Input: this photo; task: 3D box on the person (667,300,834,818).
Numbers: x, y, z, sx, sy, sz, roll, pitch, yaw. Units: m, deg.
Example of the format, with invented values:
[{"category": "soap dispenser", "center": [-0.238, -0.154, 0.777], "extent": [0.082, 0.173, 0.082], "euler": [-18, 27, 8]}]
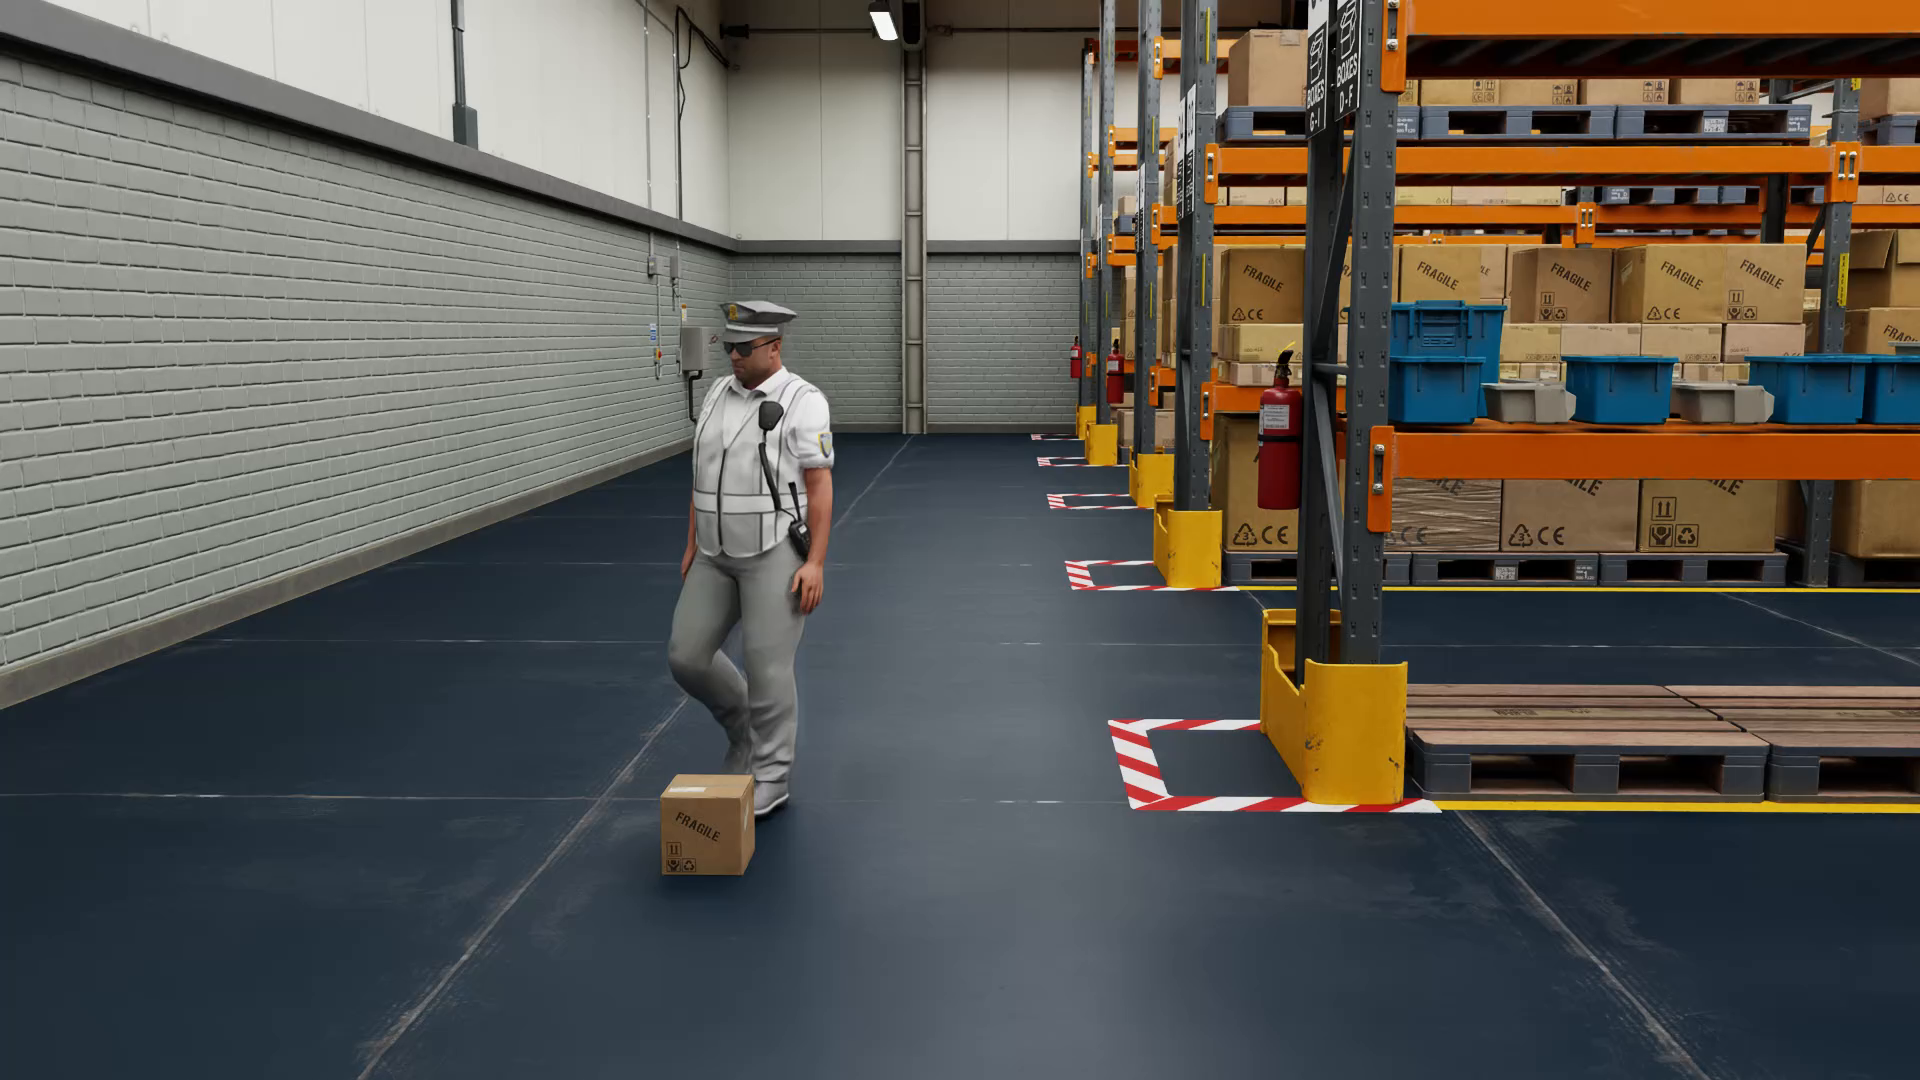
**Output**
[{"category": "person", "center": [-0.704, 0.062, 5.739], "extent": [0.557, 1.760, 0.520], "euler": [4, 8, 29]}]
